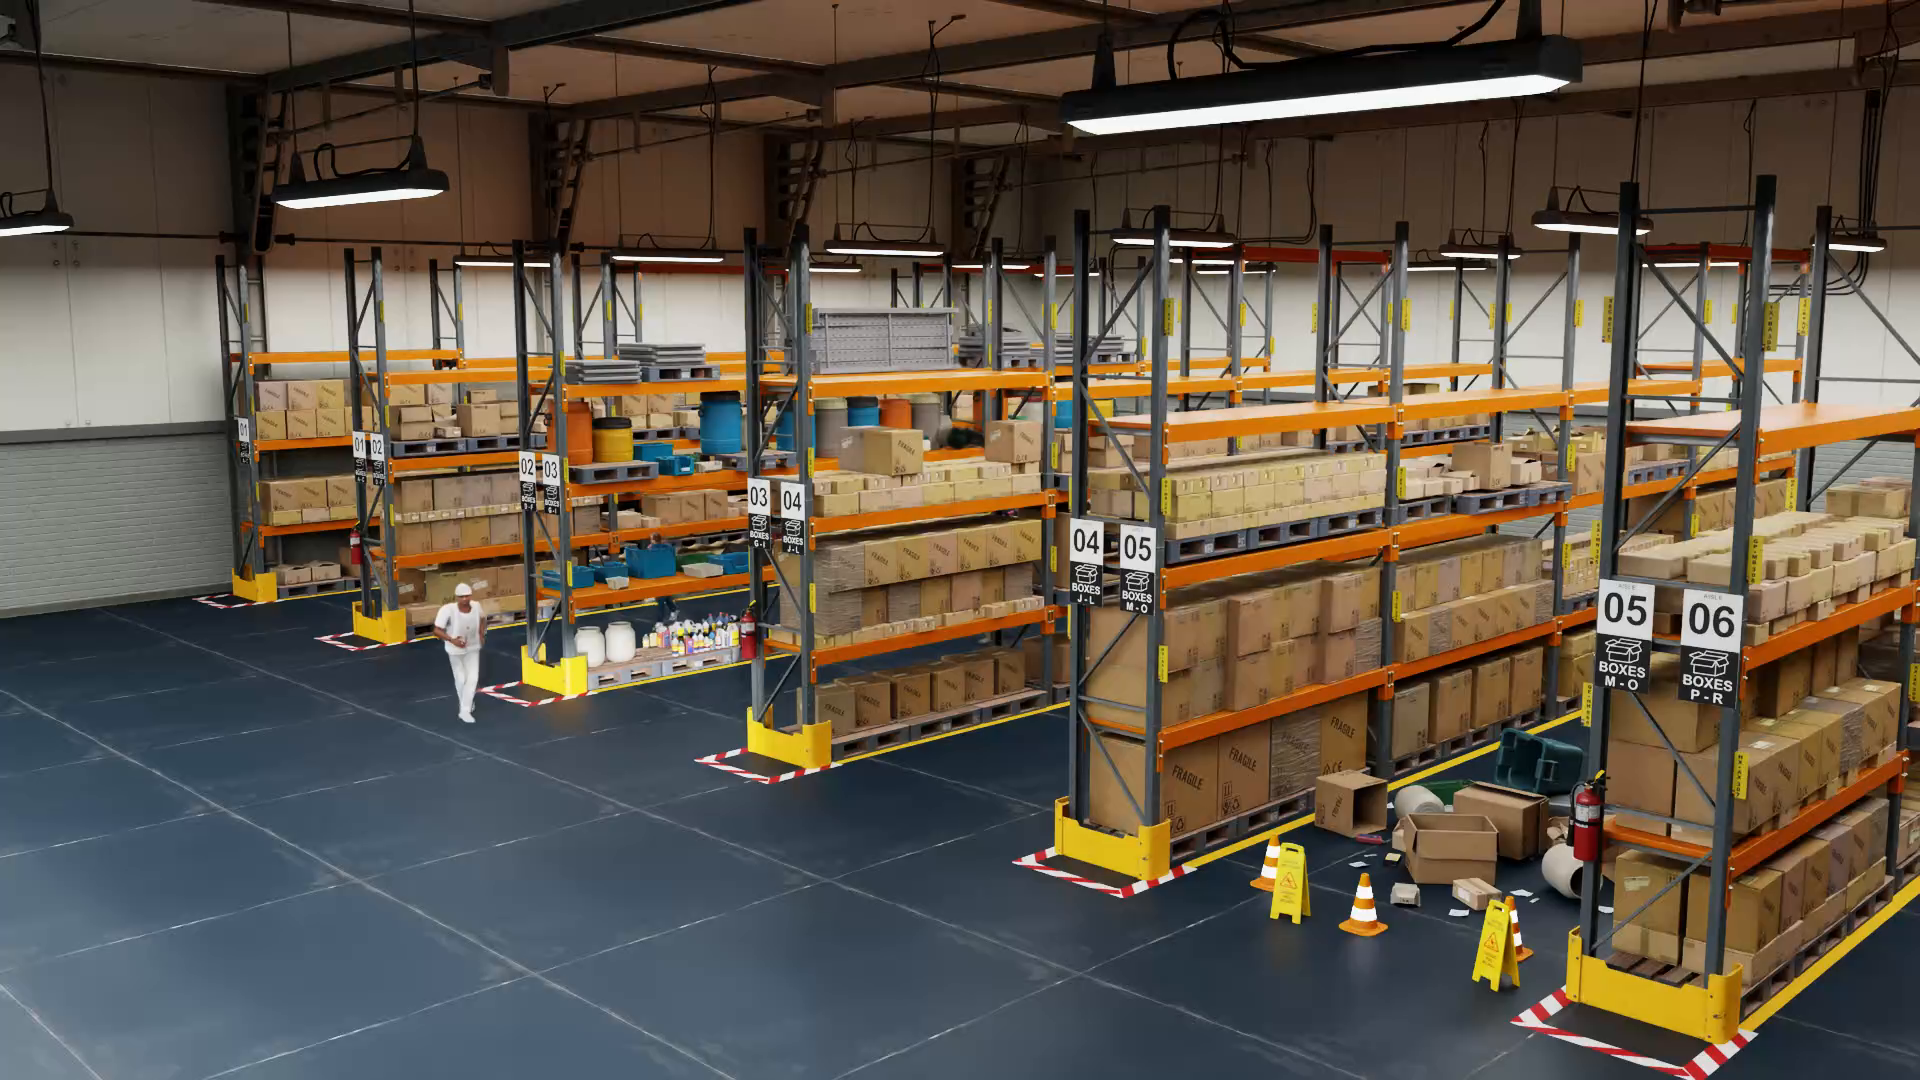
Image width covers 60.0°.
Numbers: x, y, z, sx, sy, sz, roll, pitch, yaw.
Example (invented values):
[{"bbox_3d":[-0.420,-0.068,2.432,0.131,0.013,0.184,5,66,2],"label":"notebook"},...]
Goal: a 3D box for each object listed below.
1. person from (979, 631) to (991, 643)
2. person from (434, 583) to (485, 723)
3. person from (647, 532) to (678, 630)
[{"bbox_3d":[0.333,0.865,25.333,0.775,1.483,0.604,-7,11,-41],"label":"person"},{"bbox_3d":[-6.243,1.367,20.775,0.667,1.726,0.849,-4,9,-25],"label":"person"},{"bbox_3d":[-4.761,0.616,26.693,0.533,1.567,0.890,3,9,23],"label":"person"}]
